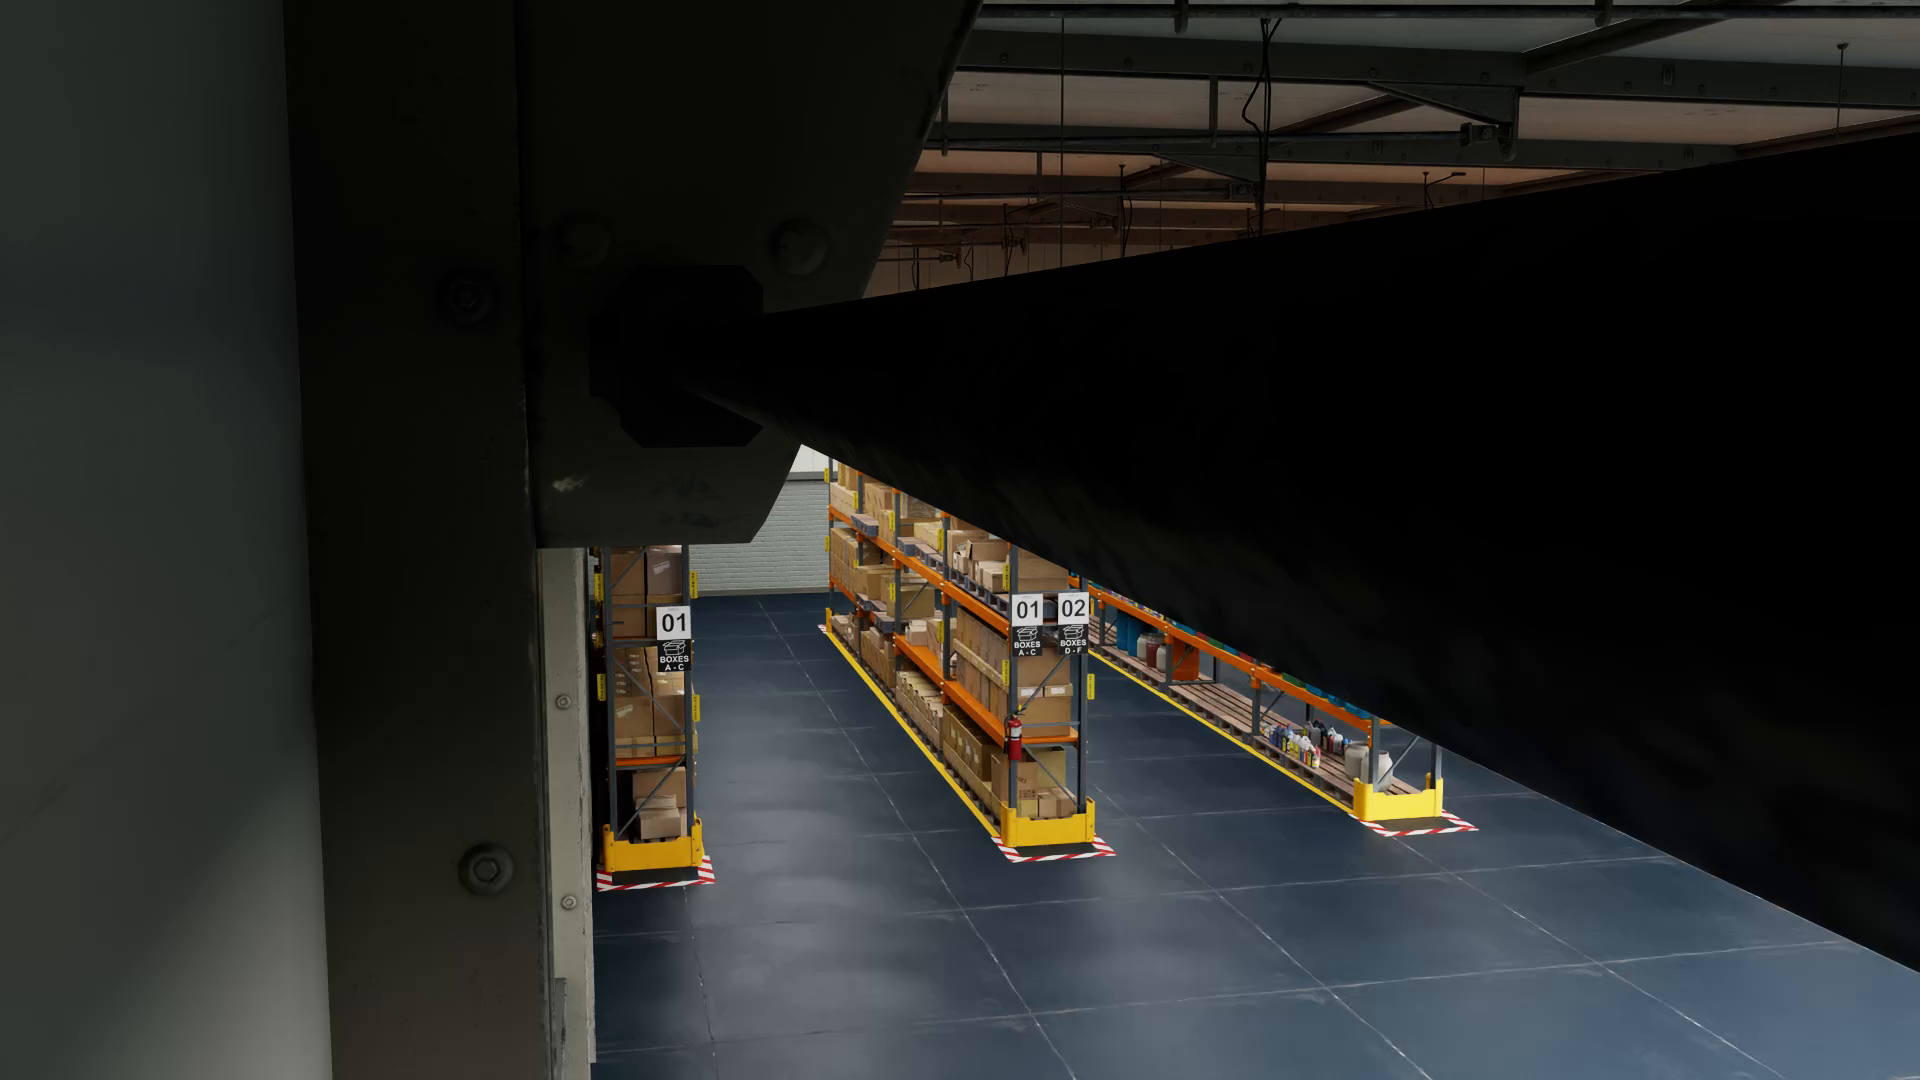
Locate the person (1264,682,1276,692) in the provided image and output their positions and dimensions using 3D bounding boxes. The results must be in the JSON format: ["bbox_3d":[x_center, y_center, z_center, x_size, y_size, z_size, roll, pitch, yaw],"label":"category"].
[{"bbox_3d":[5.830,1.920,29.790,0.678,1.716,1.080,-2,7,-18],"label":"person"}]

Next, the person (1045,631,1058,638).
[{"bbox_3d":[1.855,1.429,34.686,0.480,1.571,0.595,1,7,9],"label":"person"}]
